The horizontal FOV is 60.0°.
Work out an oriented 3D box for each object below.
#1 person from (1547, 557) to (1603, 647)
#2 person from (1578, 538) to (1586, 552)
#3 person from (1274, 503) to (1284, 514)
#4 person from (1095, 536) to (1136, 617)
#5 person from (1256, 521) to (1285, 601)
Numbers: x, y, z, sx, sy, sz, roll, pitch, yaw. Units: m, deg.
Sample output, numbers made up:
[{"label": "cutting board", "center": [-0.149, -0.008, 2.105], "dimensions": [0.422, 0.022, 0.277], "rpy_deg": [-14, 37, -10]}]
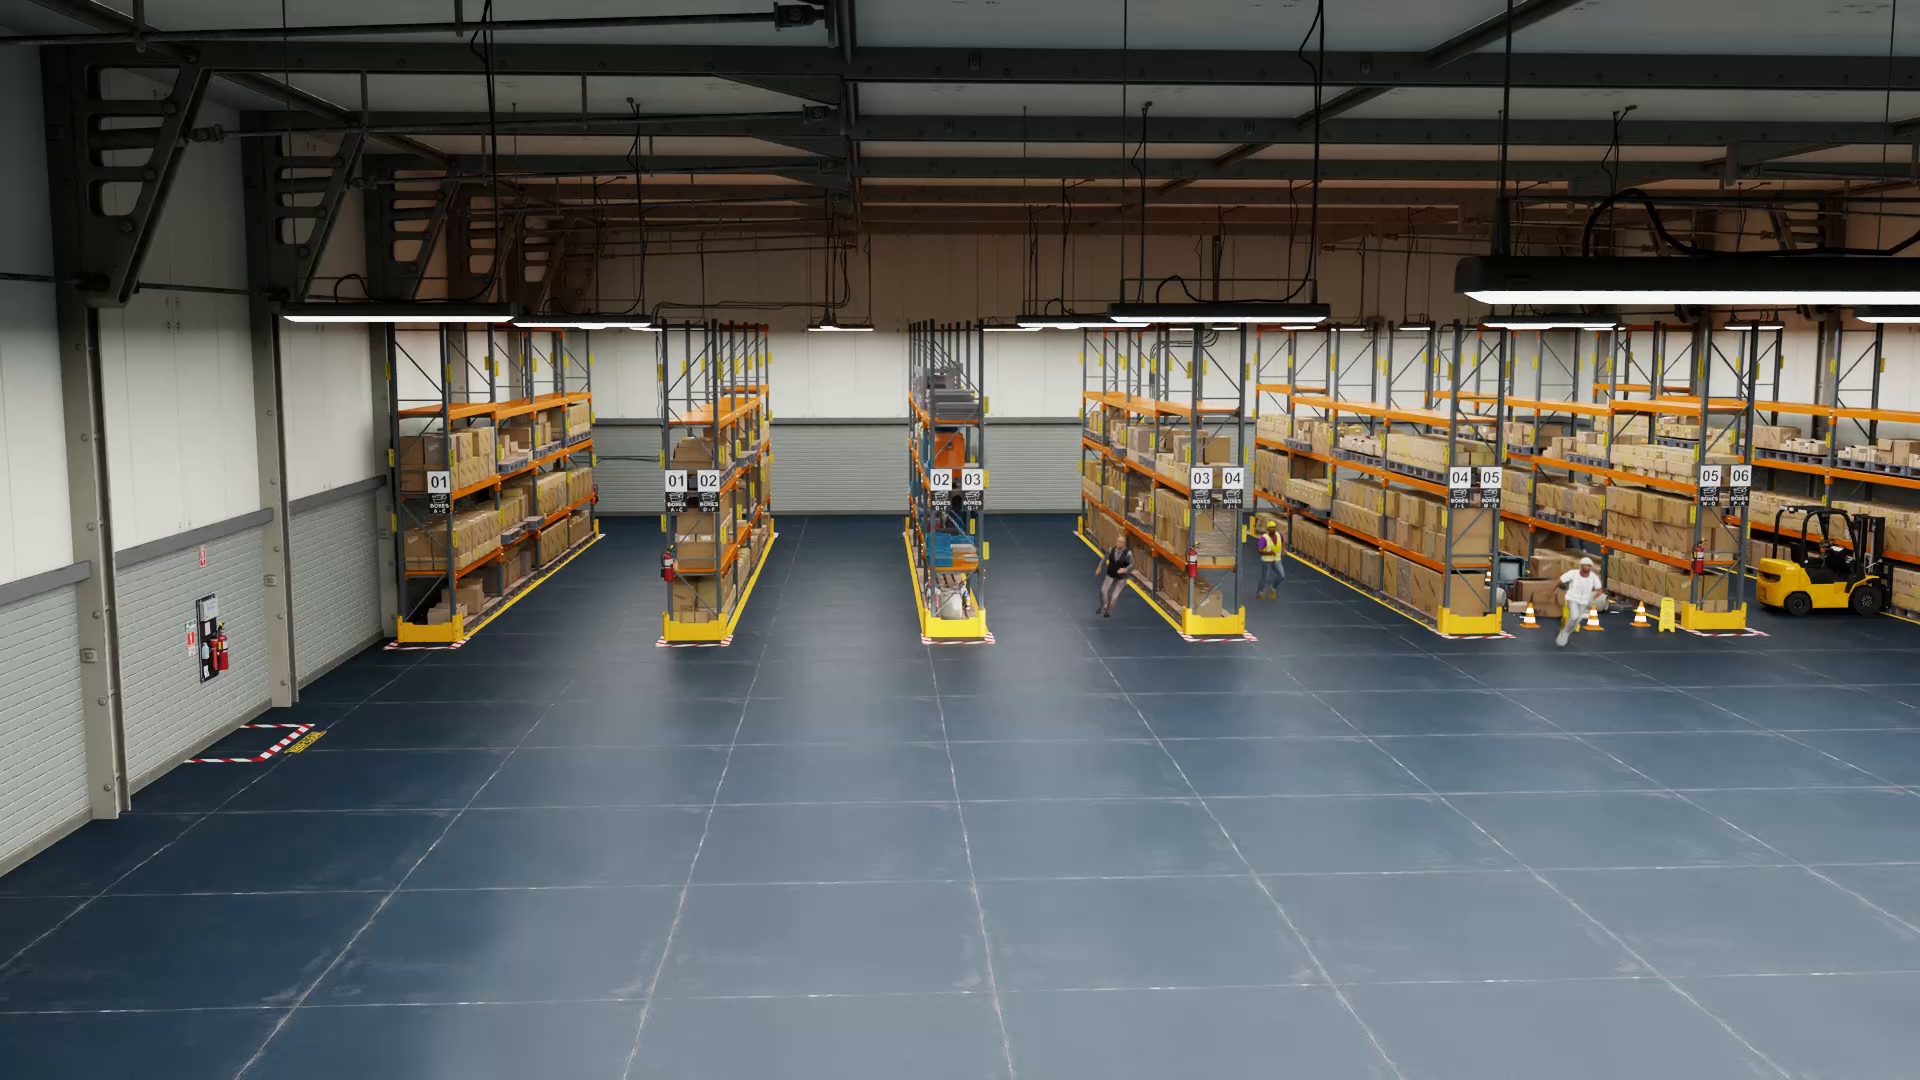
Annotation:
[{"label": "person", "center": [11.343, 1.143, 30.524], "dimensions": [0.873, 1.665, 0.716], "rpy_deg": [-1, 7, -9]}, {"label": "person", "center": [16.041, -0.409, 43.413], "dimensions": [0.533, 1.566, 0.905], "rpy_deg": [-2, 7, -12]}, {"label": "person", "center": [9.478, -1.067, 48.834], "dimensions": [0.523, 1.538, 0.554], "rpy_deg": [1, 7, 7]}, {"label": "person", "center": [3.022, 0.735, 32.508], "dimensions": [0.831, 1.623, 0.680], "rpy_deg": [2, 7, 14]}, {"label": "person", "center": [6.704, 0.444, 35.649], "dimensions": [0.738, 1.720, 0.829], "rpy_deg": [-2, 7, -17]}]
